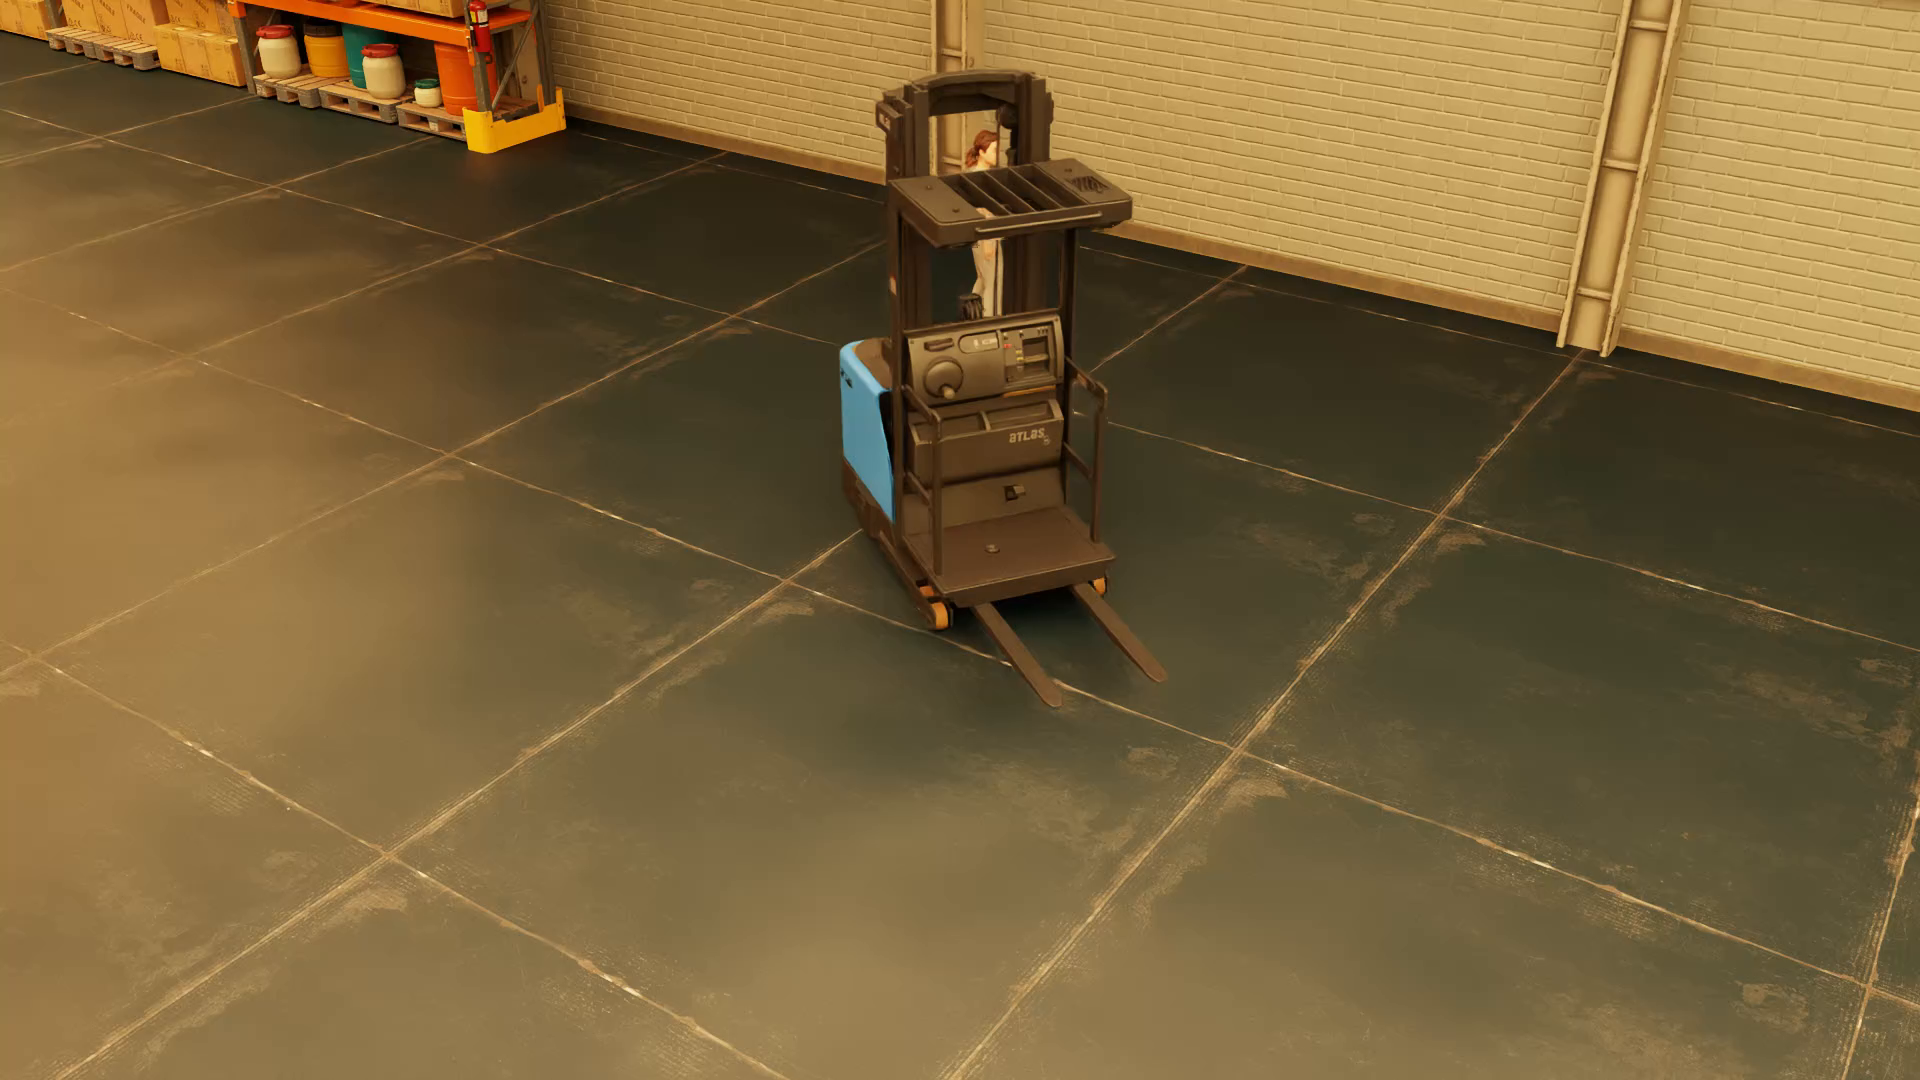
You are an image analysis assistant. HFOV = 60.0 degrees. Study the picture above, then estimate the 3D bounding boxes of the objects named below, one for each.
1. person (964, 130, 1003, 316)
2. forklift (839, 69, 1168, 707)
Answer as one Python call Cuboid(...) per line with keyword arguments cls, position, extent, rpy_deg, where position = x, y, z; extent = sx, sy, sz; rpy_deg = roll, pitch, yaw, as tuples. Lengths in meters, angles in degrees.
Cuboid(cls="person", position=(0.233, -2.322, 12.836), extent=(0.420, 1.670, 0.575), rpy_deg=(-3, 30, -5))
Cuboid(cls="forklift", position=(0.233, -0.983, 9.274), extent=(1.130, 2.935, 3.031), rpy_deg=(-11, 32, -18))
